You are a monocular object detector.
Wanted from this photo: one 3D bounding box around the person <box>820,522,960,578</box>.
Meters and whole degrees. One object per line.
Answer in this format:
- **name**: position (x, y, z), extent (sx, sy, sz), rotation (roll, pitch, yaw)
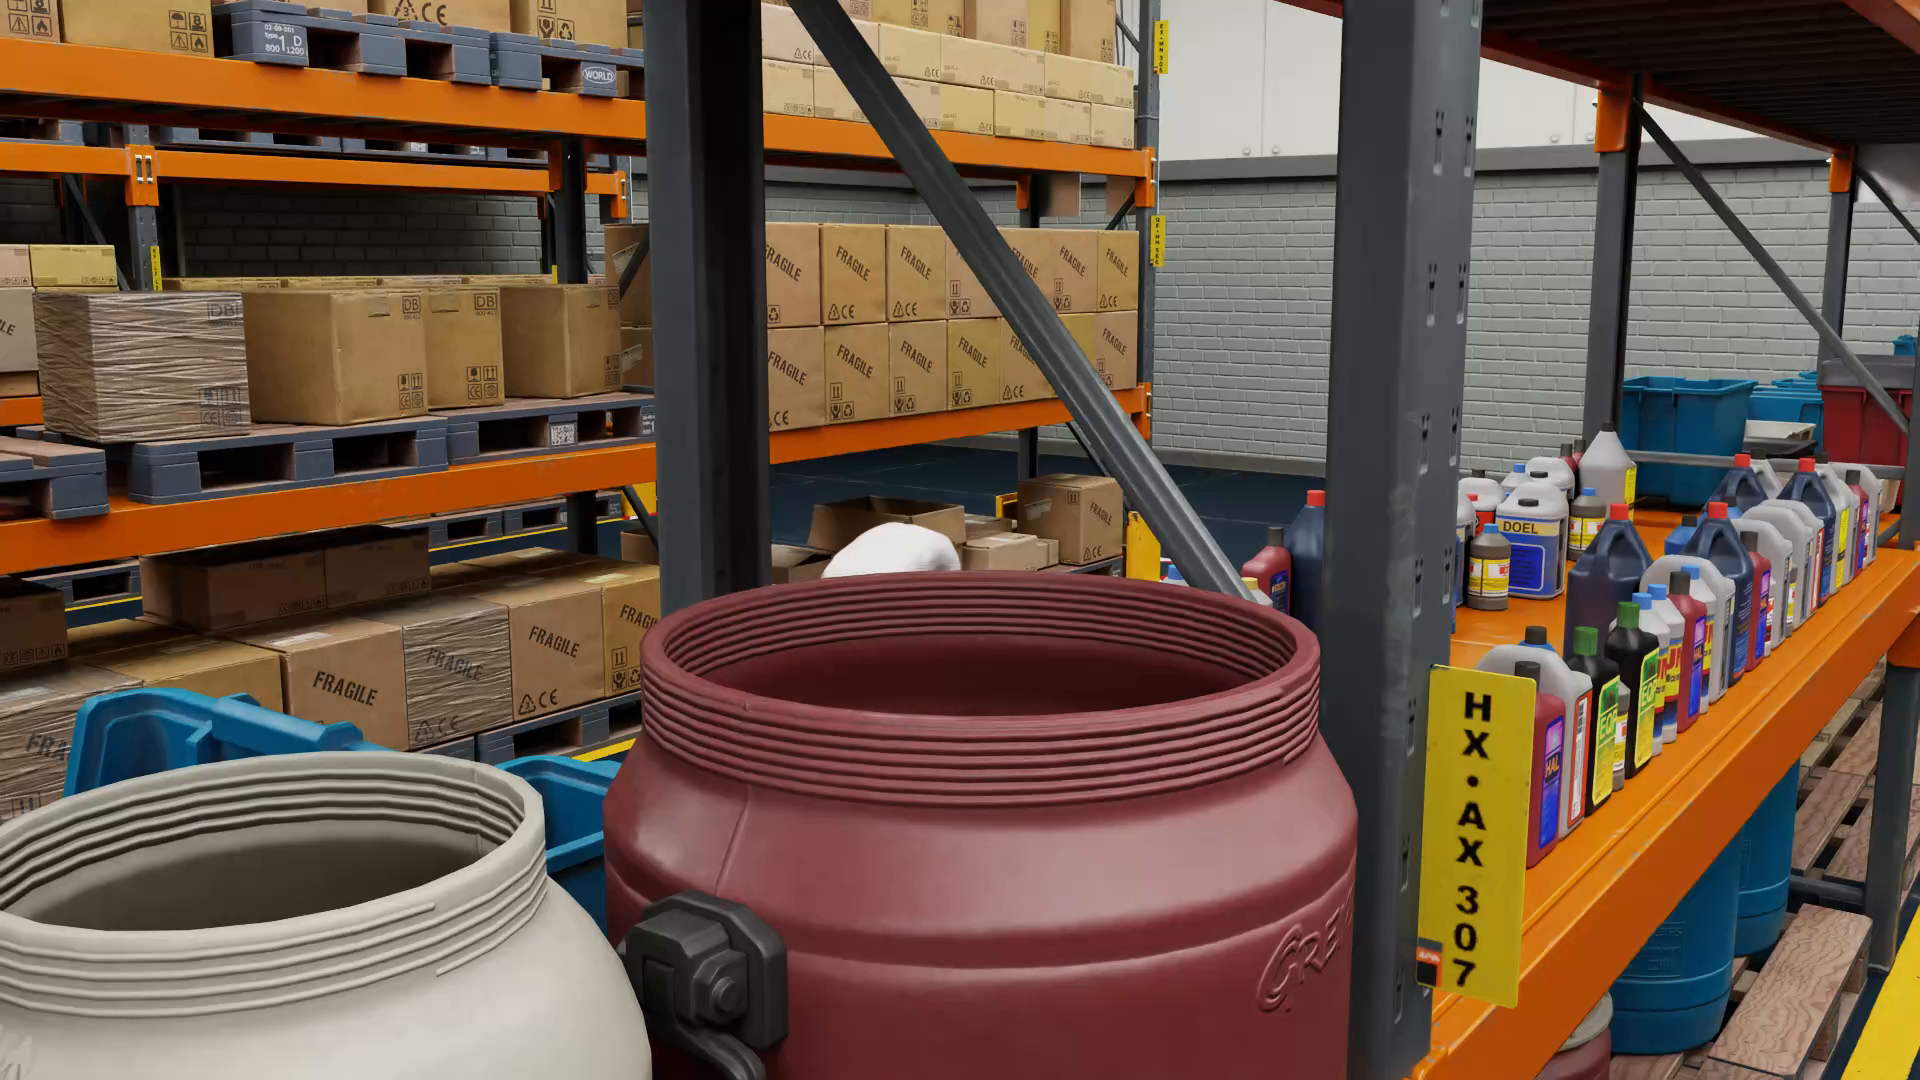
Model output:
- **person**: position (-0.355, 0.436, 7.226), extent (0.581, 0.981, 0.943), rotation (6, 12, 33)
